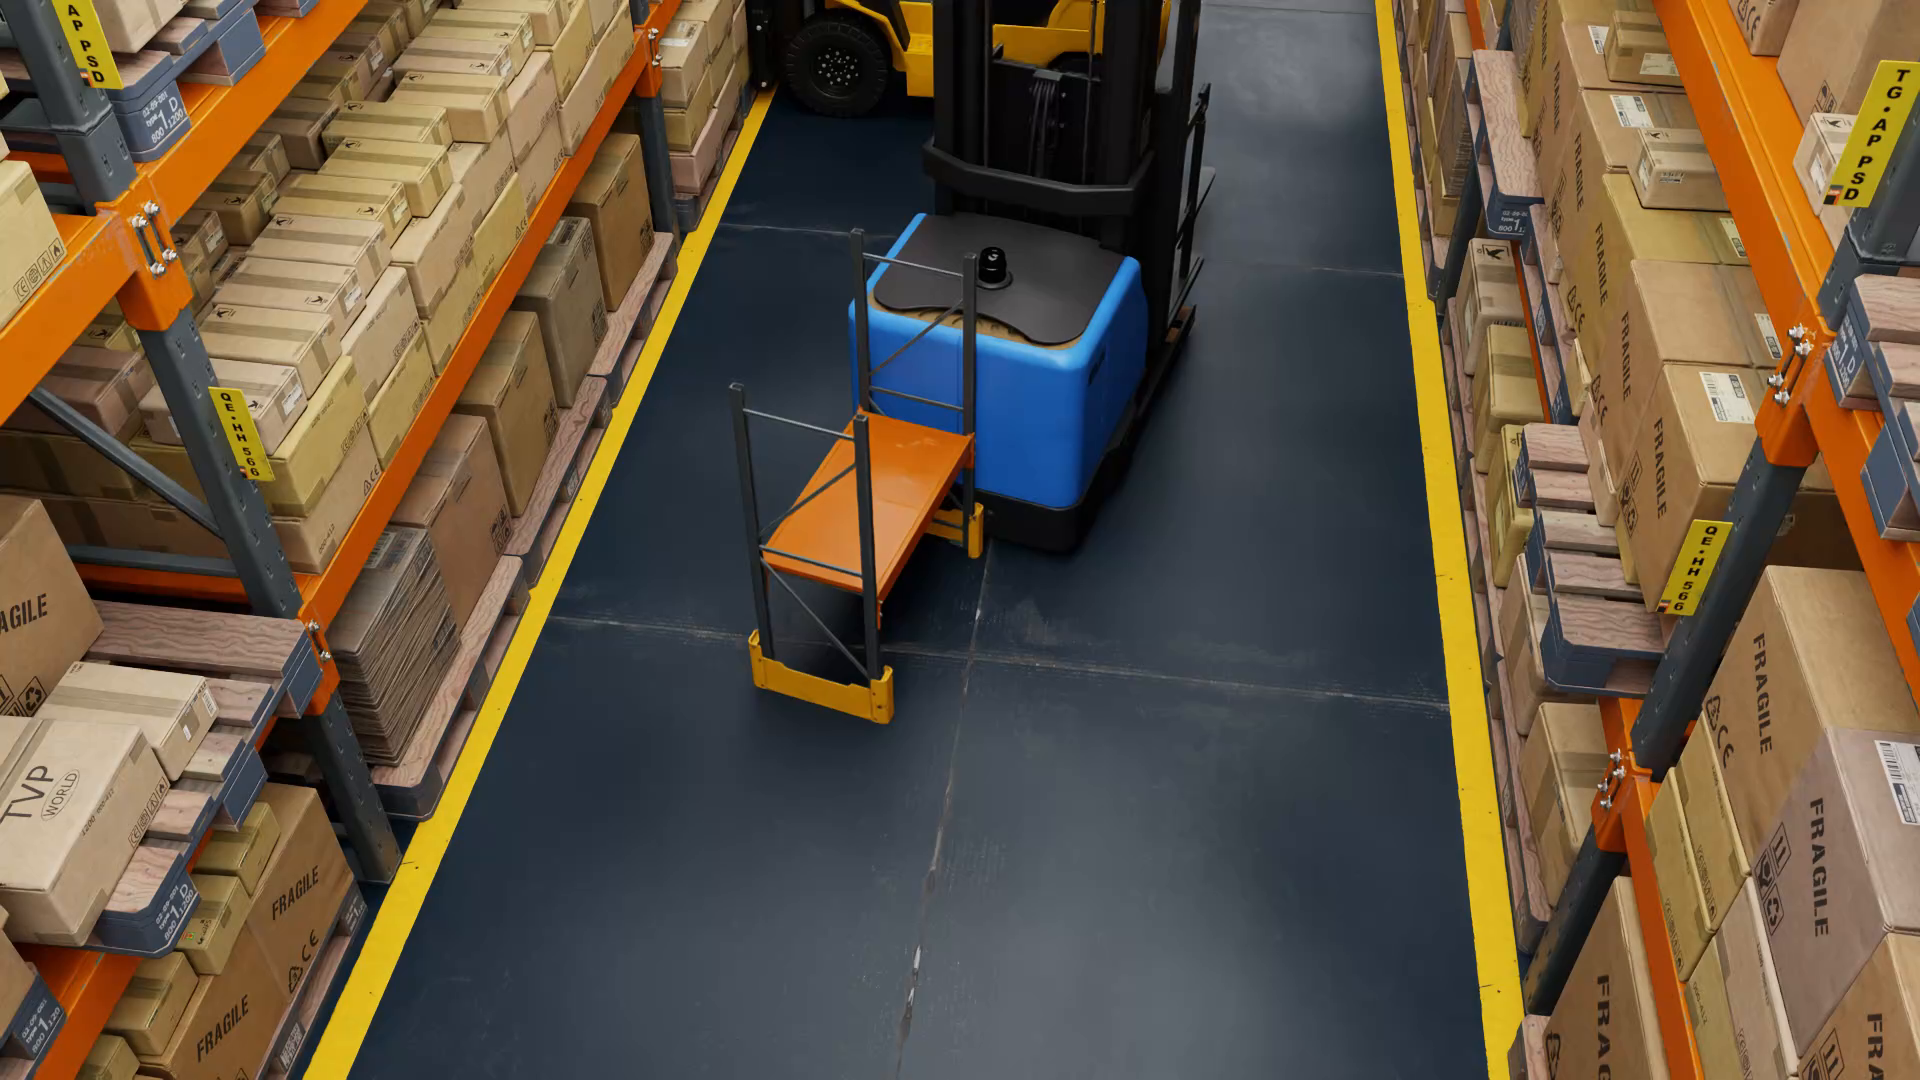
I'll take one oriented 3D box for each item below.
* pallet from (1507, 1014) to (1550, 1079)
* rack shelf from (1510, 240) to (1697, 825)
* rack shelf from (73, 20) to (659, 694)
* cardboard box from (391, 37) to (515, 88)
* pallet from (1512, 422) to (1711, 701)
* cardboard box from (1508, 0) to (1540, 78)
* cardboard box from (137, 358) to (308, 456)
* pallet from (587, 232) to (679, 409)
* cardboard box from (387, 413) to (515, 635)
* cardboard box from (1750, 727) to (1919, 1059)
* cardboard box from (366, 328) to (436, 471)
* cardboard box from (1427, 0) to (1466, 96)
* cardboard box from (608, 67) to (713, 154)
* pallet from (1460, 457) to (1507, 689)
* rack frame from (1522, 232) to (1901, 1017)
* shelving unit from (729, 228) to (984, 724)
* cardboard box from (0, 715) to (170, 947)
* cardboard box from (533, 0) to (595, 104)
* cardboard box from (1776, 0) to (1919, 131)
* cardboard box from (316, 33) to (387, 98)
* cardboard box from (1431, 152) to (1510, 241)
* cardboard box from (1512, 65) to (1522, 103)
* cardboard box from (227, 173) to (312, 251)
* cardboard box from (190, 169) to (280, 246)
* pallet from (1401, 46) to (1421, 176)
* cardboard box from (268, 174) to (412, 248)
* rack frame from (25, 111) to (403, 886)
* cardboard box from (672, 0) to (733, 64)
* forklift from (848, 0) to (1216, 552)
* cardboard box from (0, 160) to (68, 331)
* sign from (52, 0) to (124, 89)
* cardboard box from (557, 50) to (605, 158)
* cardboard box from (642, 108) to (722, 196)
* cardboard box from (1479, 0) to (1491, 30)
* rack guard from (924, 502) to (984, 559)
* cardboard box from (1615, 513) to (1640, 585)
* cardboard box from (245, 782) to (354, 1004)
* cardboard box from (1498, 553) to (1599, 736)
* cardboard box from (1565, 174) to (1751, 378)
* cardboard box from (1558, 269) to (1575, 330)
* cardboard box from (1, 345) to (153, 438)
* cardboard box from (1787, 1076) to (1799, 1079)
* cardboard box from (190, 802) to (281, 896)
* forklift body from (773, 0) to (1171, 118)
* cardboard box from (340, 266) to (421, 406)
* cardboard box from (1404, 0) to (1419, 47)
[{"bbox_3d":[2.219,2.051,4.930,1.003,0.211,1.213,5,44,6],"label":"pallet"},{"bbox_3d":[2.662,-0.594,6.219,1.077,0.370,4.000,5,44,6],"label":"rack shelf"},{"bbox_3d":[-2.259,-1.042,6.692,1.077,0.370,4.000,5,44,6],"label":"rack shelf"},{"bbox_3d":[-1.959,-1.812,6.438,0.380,0.149,0.250,6,44,6],"label":"cardboard box"},{"bbox_3d":[2.386,0.082,5.121,1.213,0.211,1.003,5,44,6],"label":"pallet"},{"bbox_3d":[2.580,-2.221,6.820,0.500,0.500,0.500,6,44,7],"label":"cardboard box"},{"bbox_3d":[-2.189,-0.403,4.949,0.380,0.149,0.250,6,44,7],"label":"cardboard box"},{"bbox_3d":[-2.053,-1.149,8.309,1.003,0.211,1.213,5,44,6],"label":"pallet"},{"bbox_3d":[-2.348,-0.101,6.596,0.875,0.625,0.625,7,44,7],"label":"cardboard box"},{"bbox_3d":[2.034,0.761,3.464,0.500,0.500,0.500,5,44,6],"label":"cardboard box"},{"bbox_3d":[-2.151,-0.509,5.715,0.500,0.250,0.500,4,44,5],"label":"cardboard box"},{"bbox_3d":[2.870,-2.767,9.139,0.500,0.500,0.500,7,44,8],"label":"cardboard box"},{"bbox_3d":[-1.624,-2.304,8.832,0.500,0.250,0.500,5,44,5],"label":"cardboard box"},{"bbox_3d":[2.666,0.159,6.928,1.003,0.211,1.213,5,44,6],"label":"pallet"},{"bbox_3d":[2.398,0.508,4.532,1.000,3.000,0.127,5,44,6],"label":"rack frame"},{"bbox_3d":[-0.362,-0.239,6.411,0.587,1.500,1.083,15,45,15],"label":"shelving unit"},{"bbox_3d":[-2.342,0.710,4.122,0.500,0.250,0.500,3,44,4],"label":"cardboard box"},{"bbox_3d":[-1.867,-2.085,7.015,0.500,0.250,0.500,4,44,4],"label":"cardboard box"},{"bbox_3d":[2.533,-1.263,4.147,0.700,0.500,0.500,5,44,6],"label":"cardboard box"},{"bbox_3d":[-2.474,-1.854,6.482,0.380,0.149,0.250,5,44,5],"label":"cardboard box"},{"bbox_3d":[2.738,-1.799,8.663,0.500,0.250,0.500,7,44,7],"label":"cardboard box"},{"bbox_3d":[2.540,-1.931,6.985,0.380,0.149,0.250,6,44,6],"label":"cardboard box"},{"bbox_3d":[-2.604,-1.089,5.964,0.500,0.250,0.500,5,44,5],"label":"cardboard box"},{"bbox_3d":[-2.587,-1.157,5.745,0.380,0.149,0.250,5,44,5],"label":"cardboard box"},{"bbox_3d":[3.139,-2.500,9.737,1.003,0.211,1.213,5,44,6],"label":"pallet"},{"bbox_3d":[-2.121,-1.116,5.702,0.380,0.149,0.250,6,44,6],"label":"cardboard box"},{"bbox_3d":[-2.523,0.059,5.006,1.000,3.000,0.127,5,44,6],"label":"rack frame"},{"bbox_3d":[-1.542,-2.833,9.027,0.500,0.250,0.500,5,44,6],"label":"cardboard box"},{"bbox_3d":[0.532,-2.041,7.274,1.130,2.935,3.031,15,45,15],"label":"forklift"},{"bbox_3d":[-2.350,-0.604,3.633,0.500,0.250,0.500,4,44,4],"label":"cardboard box"},{"bbox_3d":[-1.985,-1.167,3.743,0.100,0.325,0.005,5,44,6],"label":"sign"},{"bbox_3d":[-1.862,-1.902,7.186,0.500,0.250,0.500,5,44,5],"label":"cardboard box"},{"bbox_3d":[-1.602,-2.120,9.002,0.500,0.250,0.500,6,44,6],"label":"cardboard box"},{"bbox_3d":[2.693,-2.544,7.938,0.380,0.149,0.250,6,44,6],"label":"cardboard box"},{"bbox_3d":[-0.182,-0.104,7.178,0.587,0.250,0.087,15,45,15],"label":"rack guard"},{"bbox_3d":[2.171,0.013,4.932,0.380,0.149,0.250,6,44,6],"label":"cardboard box"},{"bbox_3d":[-2.366,1.122,5.396,0.500,0.500,0.500,6,44,7],"label":"cardboard box"},{"bbox_3d":[2.572,0.422,6.229,0.950,0.372,0.625,4,44,5],"label":"cardboard box"},{"bbox_3d":[2.305,-0.821,5.341,0.500,0.500,0.500,3,43,3],"label":"cardboard box"},{"bbox_3d":[2.334,-0.861,5.855,0.380,0.149,0.250,4,44,4],"label":"cardboard box"},{"bbox_3d":[-2.681,-0.453,5.002,0.380,0.149,0.250,7,44,7],"label":"cardboard box"},{"bbox_3d":[1.938,1.394,3.341,0.500,0.250,0.500,5,44,5],"label":"cardboard box"},{"bbox_3d":[-2.337,0.939,5.118,0.380,0.149,0.250,3,44,3],"label":"cardboard box"},{"bbox_3d":[0.092,-3.626,9.516,2.313,2.155,1.214,5,44,6],"label":"forklift body"},{"bbox_3d":[-2.155,-0.689,5.542,0.500,0.250,0.500,7,44,7],"label":"cardboard box"},{"bbox_3d":[3.000,-3.226,10.170,0.500,0.250,0.500,7,44,7],"label":"cardboard box"}]
